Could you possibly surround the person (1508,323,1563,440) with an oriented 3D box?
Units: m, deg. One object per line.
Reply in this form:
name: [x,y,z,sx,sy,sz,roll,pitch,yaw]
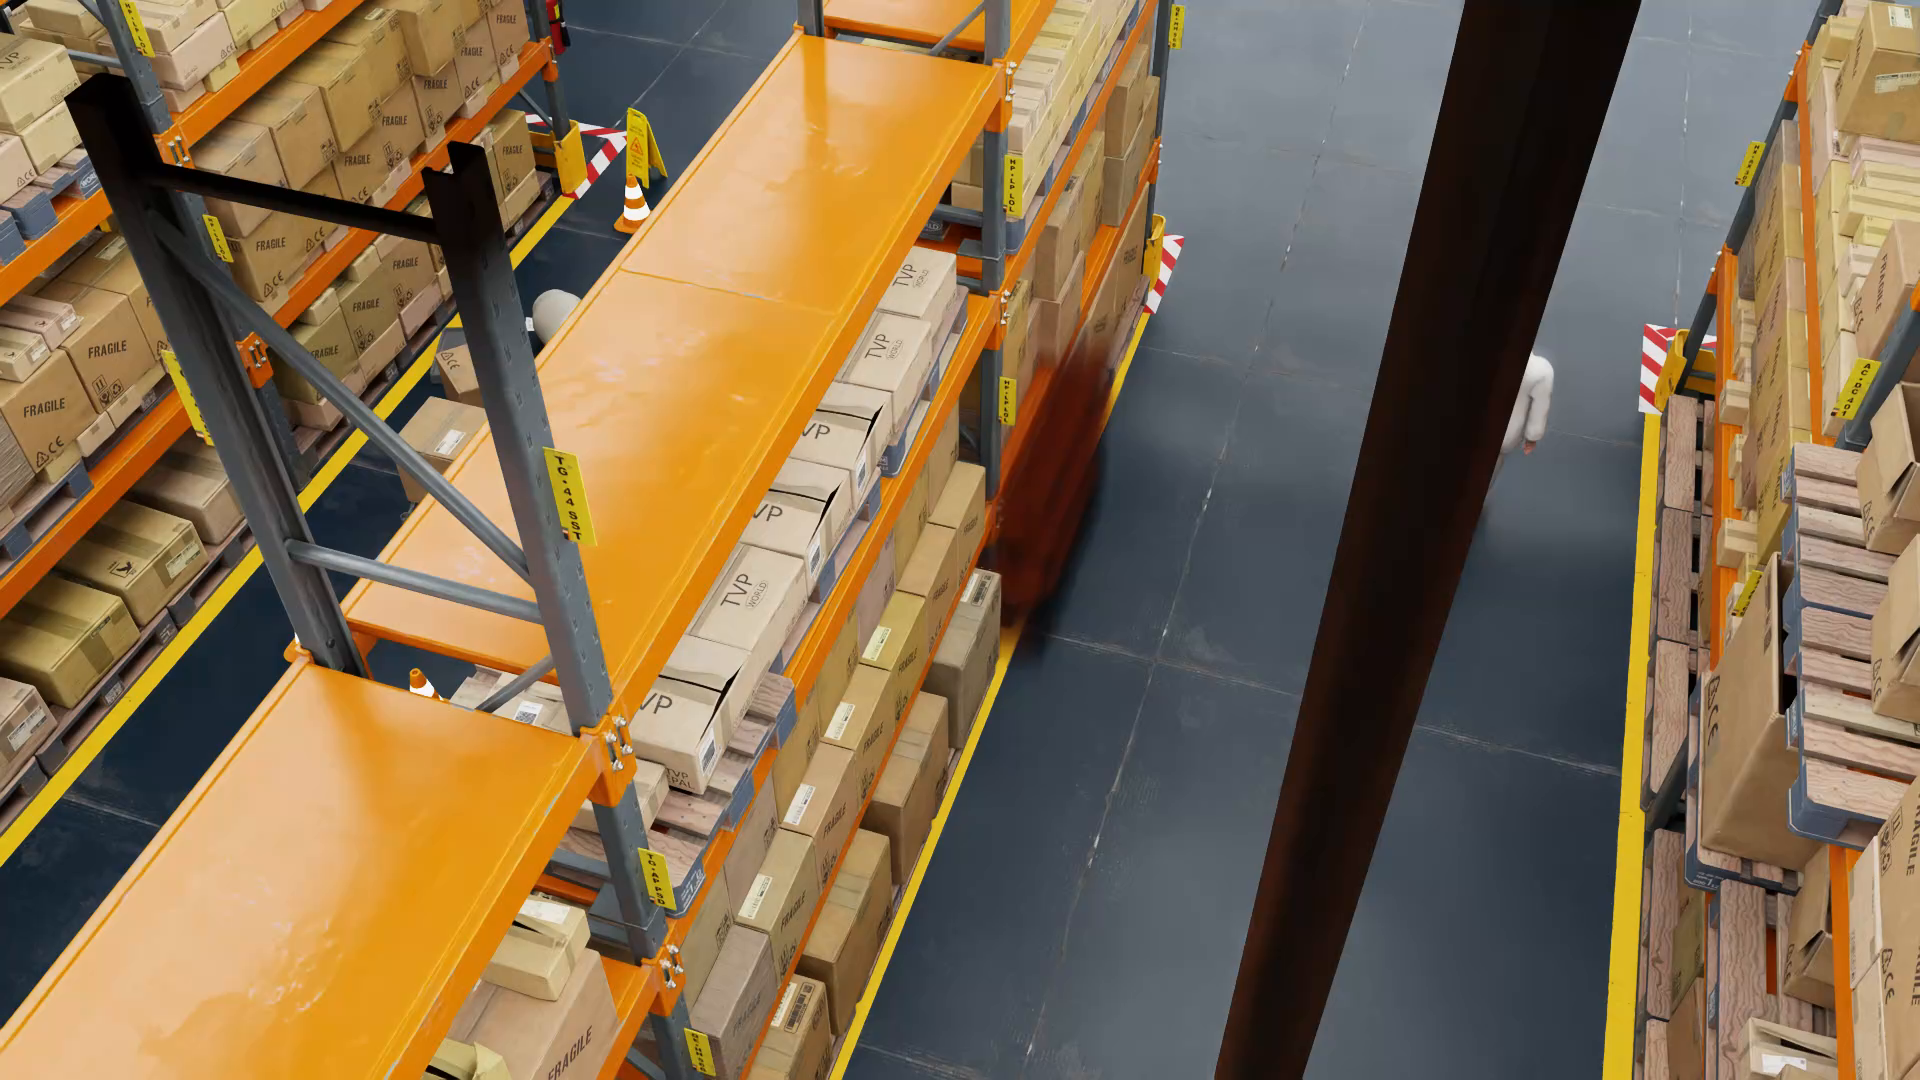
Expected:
person: [3.384,-0.951,10.597,0.594,1.615,0.759,-4,46,-4]
